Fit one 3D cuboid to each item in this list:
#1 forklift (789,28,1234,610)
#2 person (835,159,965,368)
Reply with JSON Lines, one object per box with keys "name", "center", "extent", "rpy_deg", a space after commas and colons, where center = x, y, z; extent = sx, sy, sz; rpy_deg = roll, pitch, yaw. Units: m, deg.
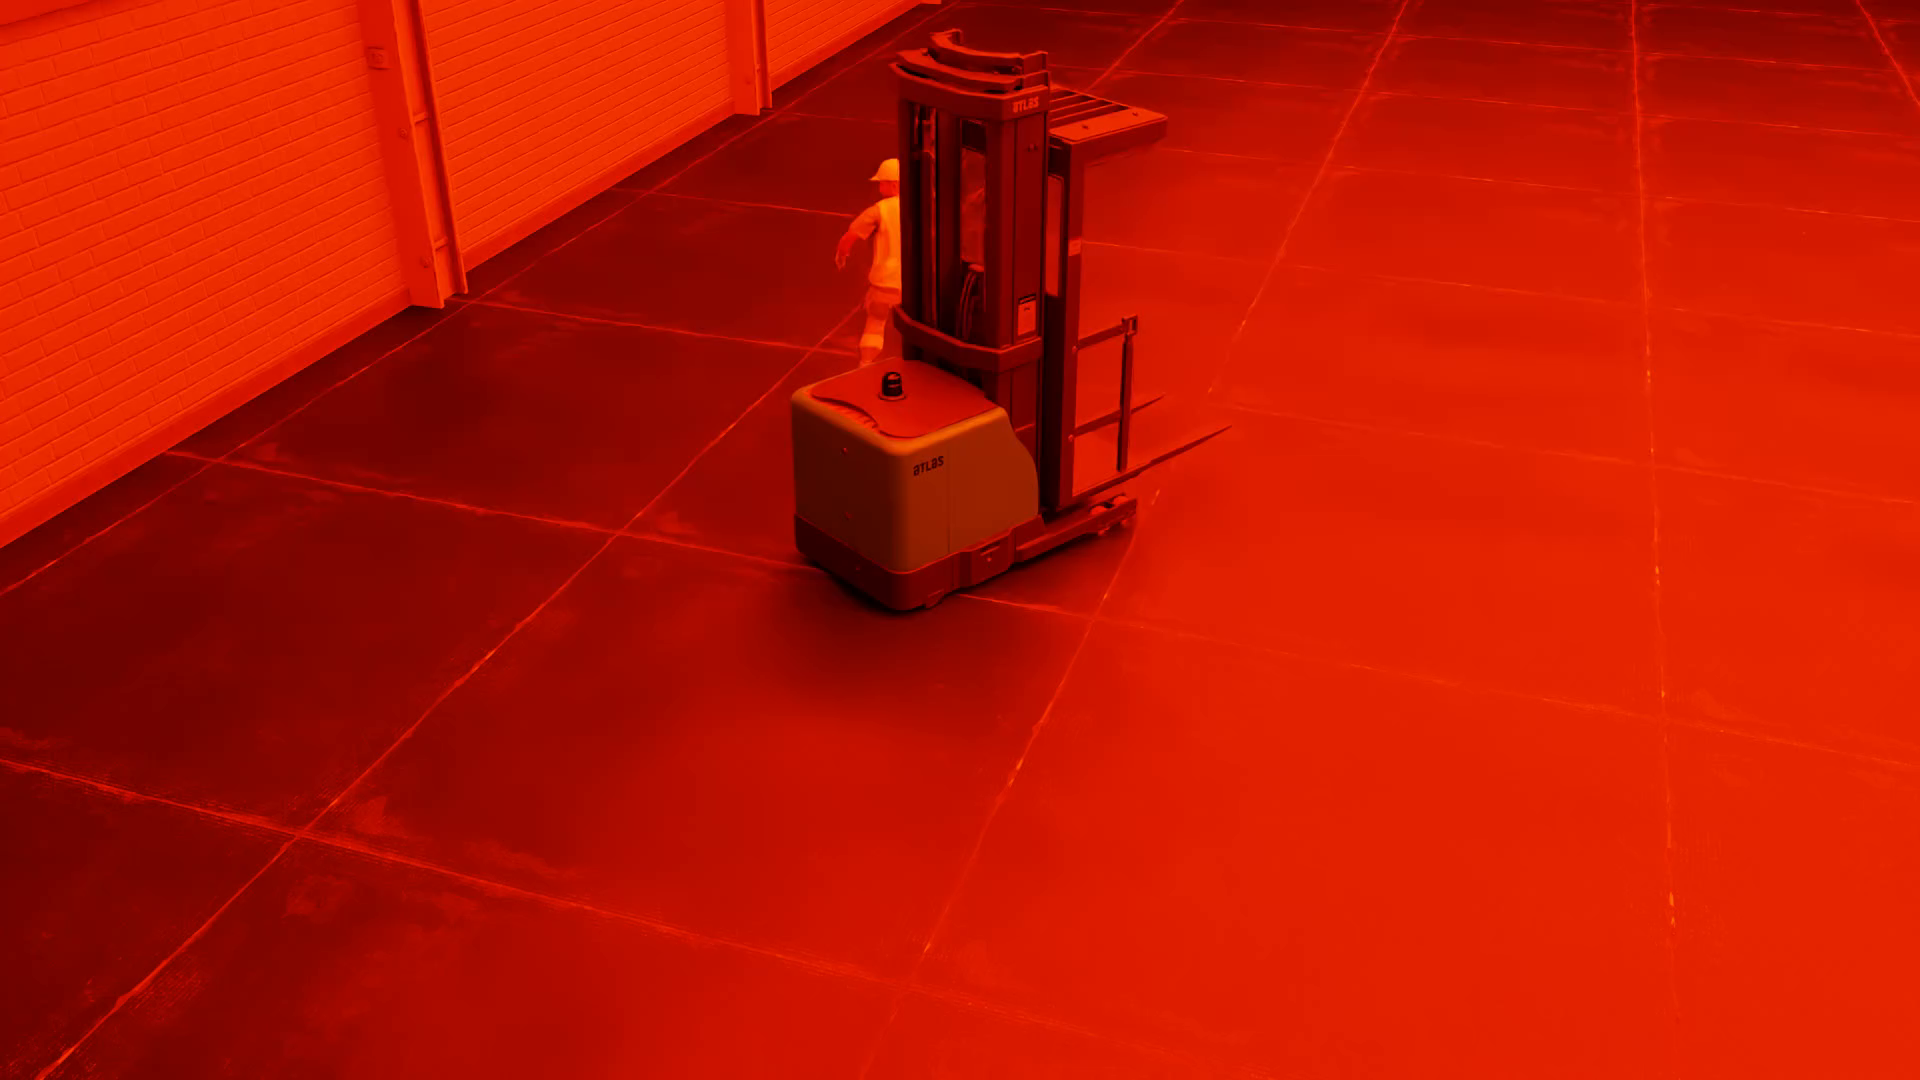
{"name": "forklift", "center": [0.458, -1.486, 9.744], "extent": [3.031, 2.935, 1.130], "rpy_deg": [-24, 37, -35]}
{"name": "person", "center": [-0.367, -1.837, 11.770], "extent": [1.027, 1.656, 0.502], "rpy_deg": [-2, 30, -3]}
